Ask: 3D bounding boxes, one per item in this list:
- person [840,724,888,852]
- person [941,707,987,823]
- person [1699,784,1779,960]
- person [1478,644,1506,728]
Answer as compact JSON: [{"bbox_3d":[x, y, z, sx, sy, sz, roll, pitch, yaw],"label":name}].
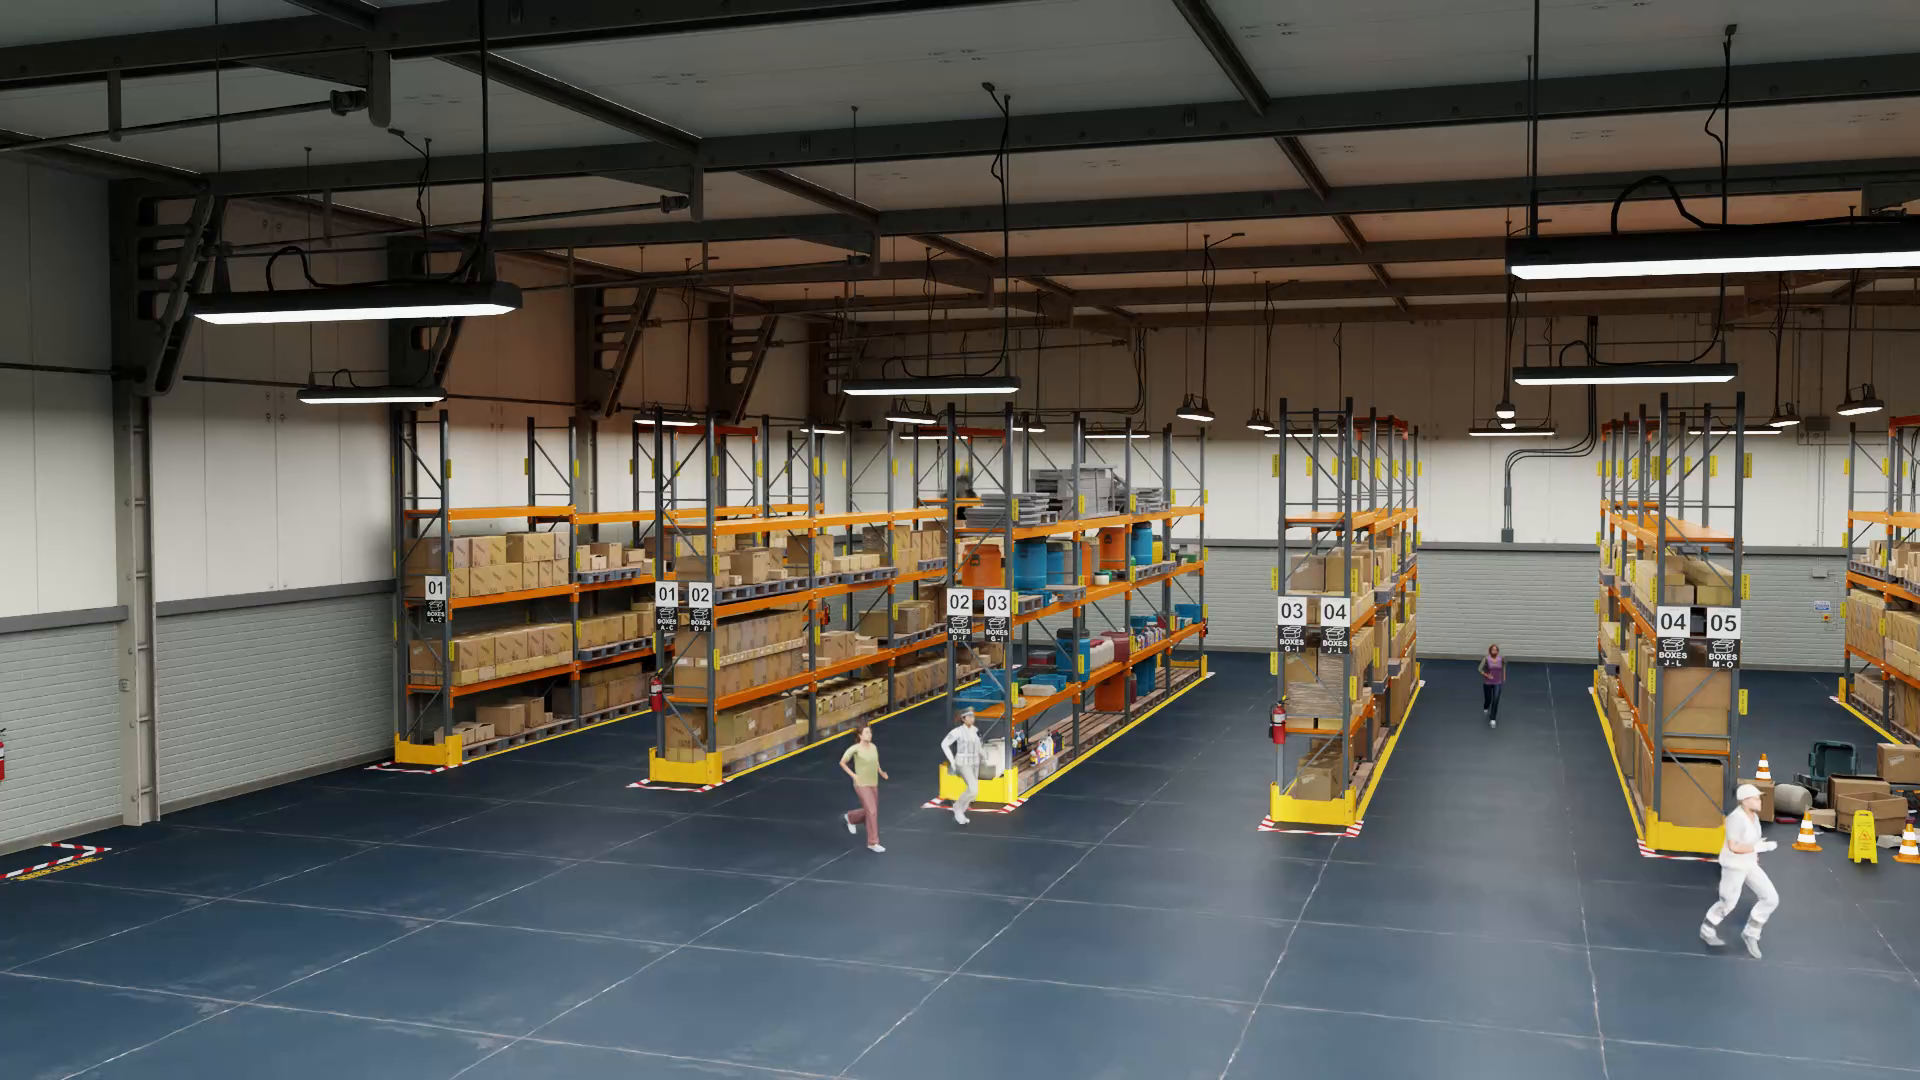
[{"bbox_3d":[-1.284,3.248,21.941,0.804,1.657,0.579,2,3,44],"label":"person"},{"bbox_3d":[0.130,3.158,23.278,0.579,1.654,0.603,-2,3,-44],"label":"person"},{"bbox_3d":[8.001,3.376,17.063,0.693,1.786,0.839,-2,3,-37],"label":"person"},{"bbox_3d":[10.388,2.865,32.468,0.564,1.494,0.907,0,2,6],"label":"person"}]
